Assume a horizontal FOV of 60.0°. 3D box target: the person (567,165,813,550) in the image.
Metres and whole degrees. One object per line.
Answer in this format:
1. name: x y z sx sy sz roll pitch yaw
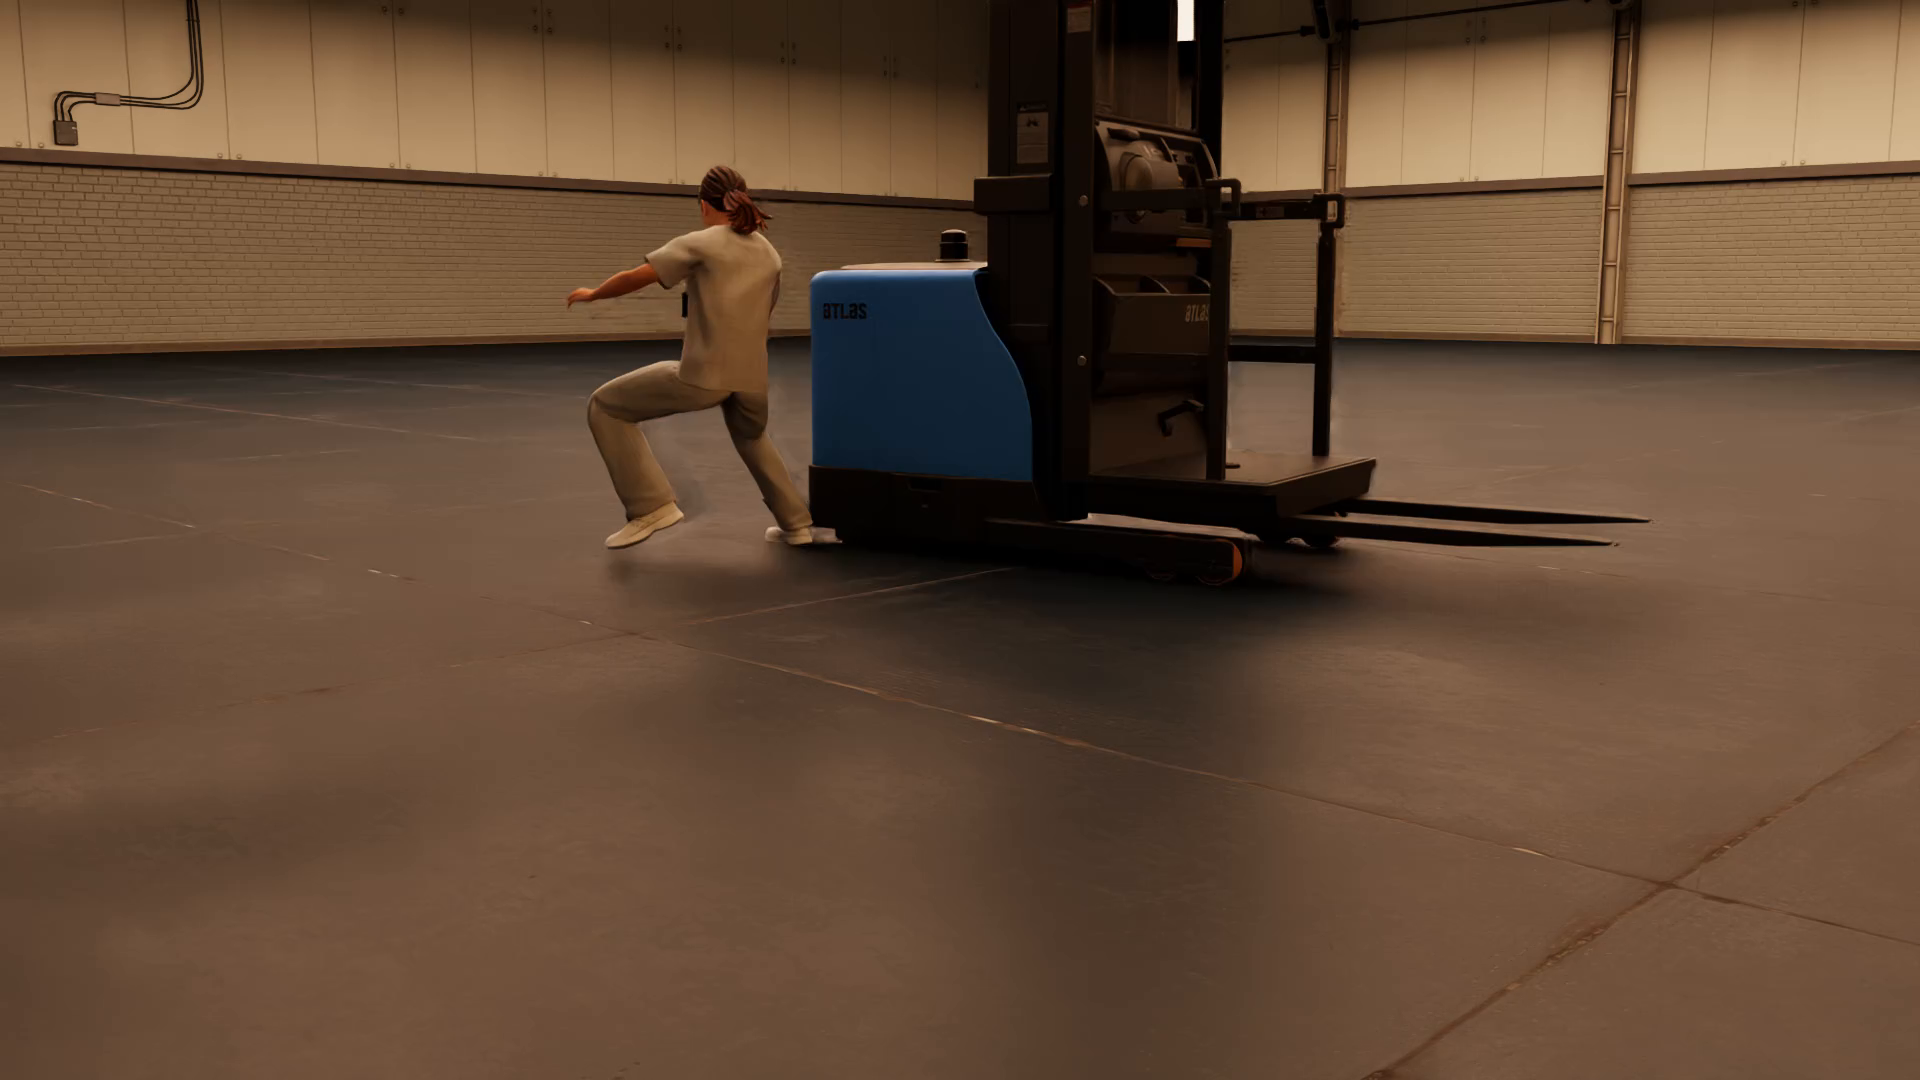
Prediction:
1. person: -0.983 -0.667 6.294 0.902 1.461 0.699 -6 11 -36

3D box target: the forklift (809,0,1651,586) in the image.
1. forklift: 0.914 -1.381 6.045 3.031 2.935 1.130 5 10 32
